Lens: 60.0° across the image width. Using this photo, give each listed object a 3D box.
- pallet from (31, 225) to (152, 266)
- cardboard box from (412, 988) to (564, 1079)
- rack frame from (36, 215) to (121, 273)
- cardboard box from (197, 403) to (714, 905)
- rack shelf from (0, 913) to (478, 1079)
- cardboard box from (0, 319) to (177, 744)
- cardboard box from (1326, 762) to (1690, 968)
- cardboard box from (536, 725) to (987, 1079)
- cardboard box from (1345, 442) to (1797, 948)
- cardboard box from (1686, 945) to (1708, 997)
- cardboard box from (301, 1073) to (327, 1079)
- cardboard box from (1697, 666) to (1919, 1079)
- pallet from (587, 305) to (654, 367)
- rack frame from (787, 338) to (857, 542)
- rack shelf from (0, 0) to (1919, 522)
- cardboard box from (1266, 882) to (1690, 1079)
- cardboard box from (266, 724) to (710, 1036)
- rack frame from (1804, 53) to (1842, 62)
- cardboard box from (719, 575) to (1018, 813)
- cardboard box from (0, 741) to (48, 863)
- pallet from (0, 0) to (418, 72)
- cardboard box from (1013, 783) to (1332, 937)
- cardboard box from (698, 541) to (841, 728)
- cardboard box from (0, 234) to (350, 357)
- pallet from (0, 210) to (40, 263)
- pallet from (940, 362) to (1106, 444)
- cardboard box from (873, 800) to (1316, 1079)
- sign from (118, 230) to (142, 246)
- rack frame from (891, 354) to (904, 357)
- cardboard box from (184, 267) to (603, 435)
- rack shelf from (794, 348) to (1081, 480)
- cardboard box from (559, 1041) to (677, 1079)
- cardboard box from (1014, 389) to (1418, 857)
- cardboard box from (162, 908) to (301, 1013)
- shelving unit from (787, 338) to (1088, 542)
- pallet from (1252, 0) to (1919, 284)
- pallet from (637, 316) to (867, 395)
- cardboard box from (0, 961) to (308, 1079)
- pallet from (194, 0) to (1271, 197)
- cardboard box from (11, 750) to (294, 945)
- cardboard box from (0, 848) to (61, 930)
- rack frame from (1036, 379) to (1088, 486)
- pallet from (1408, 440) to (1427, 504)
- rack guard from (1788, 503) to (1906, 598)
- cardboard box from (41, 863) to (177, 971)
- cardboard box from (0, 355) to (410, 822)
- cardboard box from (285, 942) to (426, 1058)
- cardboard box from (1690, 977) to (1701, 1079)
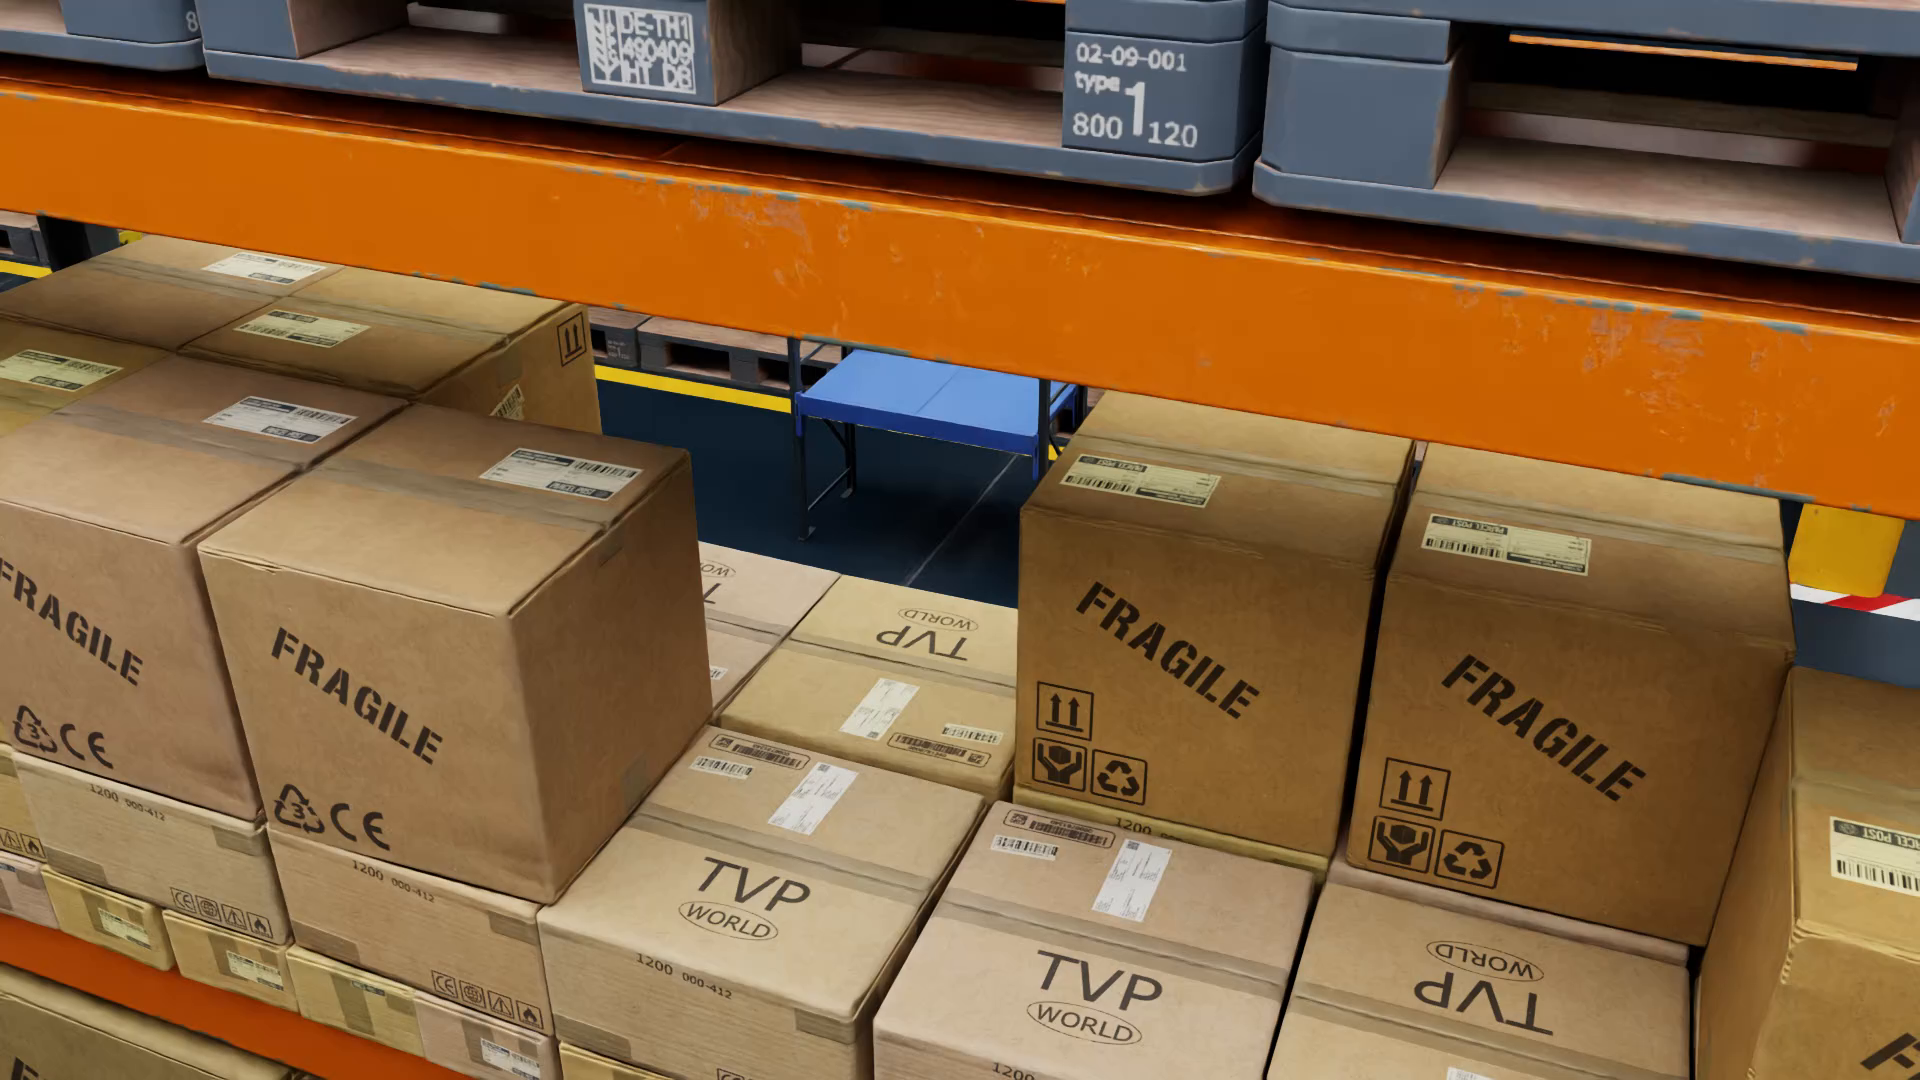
[{"bbox_3d":[-4.561,-1.798,9.717,1.213,0.211,1.003,11,31,19],"label":"pallet"},{"bbox_3d":[-0.663,0.703,2.714,0.250,0.149,0.380,12,32,20],"label":"cardboard box"},{"bbox_3d":[-2.013,0.147,3.441,0.127,3.000,1.000,11,31,19],"label":"rack frame"},{"bbox_3d":[-0.728,0.151,2.523,0.500,0.500,0.500,10,31,18],"label":"cardboard box"},{"bbox_3d":[-0.160,0.830,2.964,4.000,0.370,1.077,11,31,19],"label":"rack shelf"},{"bbox_3d":[-1.665,-0.038,2.857,0.500,0.500,0.500,11,31,19],"label":"cardboard box"},{"bbox_3d":[0.866,0.518,2.635,0.500,0.250,0.500,11,31,19],"label":"cardboard box"},{"bbox_3d":[-0.281,0.572,2.540,0.500,0.250,0.500,11,31,19],"label":"cardboard box"},{"bbox_3d":[0.887,0.192,2.450,0.500,0.500,0.500,11,31,18],"label":"cardboard box"},{"bbox_3d":[1.350,0.611,2.470,0.500,0.250,0.500,10,31,18],"label":"cardboard box"},{"bbox_3d":[-0.598,1.214,3.285,0.875,0.875,0.875,11,31,19],"label":"cardboard box"},{"bbox_3d":[1.143,0.526,1.859,0.500,0.500,0.500,12,32,20],"label":"cardboard box"},{"bbox_3d":[-1.985,-1.284,8.807,1.213,0.211,1.003,11,31,19],"label":"pallet"},{"bbox_3d":[-0.550,-0.763,6.575,0.032,1.500,0.500,11,31,19],"label":"rack frame"},{"bbox_3d":[-0.160,-0.475,2.225,4.000,0.370,1.077,11,31,19],"label":"rack shelf"},{"bbox_3d":[0.675,0.760,2.207,0.500,0.250,0.500,11,31,18],"label":"cardboard box"},{"bbox_3d":[-0.735,0.477,2.708,0.500,0.250,0.500,12,32,20],"label":"cardboard box"},{"bbox_3d":[5.422,-3.629,10.122,0.127,3.000,1.000,11,31,19],"label":"rack frame"},{"bbox_3d":[-0.084,0.329,2.969,0.500,0.250,0.500,11,31,18],"label":"cardboard box"},{"bbox_3d":[-1.676,0.289,3.040,0.500,0.250,0.500,11,31,18],"label":"cardboard box"},{"bbox_3d":[-1.259,-0.964,2.449,1.213,0.211,1.003,11,31,19],"label":"pallet"},{"bbox_3d":[0.402,0.423,2.803,0.500,0.250,0.500,10,31,17],"label":"cardboard box"},{"bbox_3d":[-0.552,0.234,3.138,0.500,0.250,0.500,12,32,20],"label":"cardboard box"},{"bbox_3d":[-1.486,-0.280,3.286,0.500,0.500,0.500,12,32,21],"label":"cardboard box"},{"bbox_3d":[-5.687,-2.025,10.117,1.213,0.211,1.003,11,31,19],"label":"pallet"},{"bbox_3d":[0.545,-0.779,7.913,1.213,0.211,1.003,11,31,19],"label":"pallet"},{"bbox_3d":[0.203,0.666,2.373,0.500,0.250,0.500,10,31,17],"label":"cardboard box"},{"bbox_3d":[-1.806,-0.517,3.657,0.005,0.325,0.100,11,31,19],"label":"sign"},{"bbox_3d":[-0.151,-2.111,7.437,0.127,3.000,1.000,11,31,19],"label":"rack frame"},{"bbox_3d":[-1.024,-0.186,3.118,0.500,0.500,0.500,12,31,20],"label":"cardboard box"},{"bbox_3d":[-0.079,-0.512,6.497,1.000,0.185,0.538,11,31,19],"label":"rack shelf"},{"bbox_3d":[-0.419,0.751,2.629,0.250,0.149,0.380,10,31,18],"label":"cardboard box"},{"bbox_3d":[0.405,0.099,2.614,0.500,0.500,0.500,10,31,18],"label":"cardboard box"},{"bbox_3d":[-1.132,0.608,2.881,0.250,0.149,0.380,10,31,18],"label":"cardboard box"},{"bbox_3d":[-0.079,-0.669,6.409,1.048,1.500,0.538,11,31,19],"label":"shelving unit"},{"bbox_3d":[1.002,-0.512,1.650,1.213,0.211,1.003,11,31,19],"label":"pallet"},{"bbox_3d":[-0.850,-1.059,8.409,1.213,0.211,1.003,11,31,19],"label":"pallet"},{"bbox_3d":[-1.431,1.048,3.580,0.875,0.875,0.875,11,31,19],"label":"cardboard box"},{"bbox_3d":[-0.132,-0.737,2.048,1.213,0.211,1.003,11,31,19],"label":"pallet"},{"bbox_3d":[-1.217,0.384,2.873,0.500,0.250,0.500,11,31,19],"label":"cardboard box"},{"bbox_3d":[-1.621,0.512,3.052,0.250,0.149,0.380,10,31,17],"label":"cardboard box"},{"bbox_3d":[0.392,-0.575,6.242,0.032,1.500,0.500,11,31,19],"label":"rack frame"},{"bbox_3d":[1.680,-0.554,7.515,1.213,0.211,1.003,11,31,19],"label":"pallet"},{"bbox_3d":[3.583,-0.284,6.745,0.348,0.500,1.175,11,31,19],"label":"rack guard"},{"bbox_3d":[-1.376,0.560,2.966,0.250,0.149,0.380,12,32,21],"label":"cardboard box"},{"bbox_3d":[-1.212,0.056,2.690,0.500,0.500,0.500,11,31,19],"label":"cardboard box"},{"bbox_3d":[-0.895,0.655,2.798,0.250,0.149,0.380,11,31,18],"label":"cardboard box"},{"bbox_3d":[1.145,0.854,2.040,0.500,0.250,0.500,11,31,18],"label":"cardboard box"}]
